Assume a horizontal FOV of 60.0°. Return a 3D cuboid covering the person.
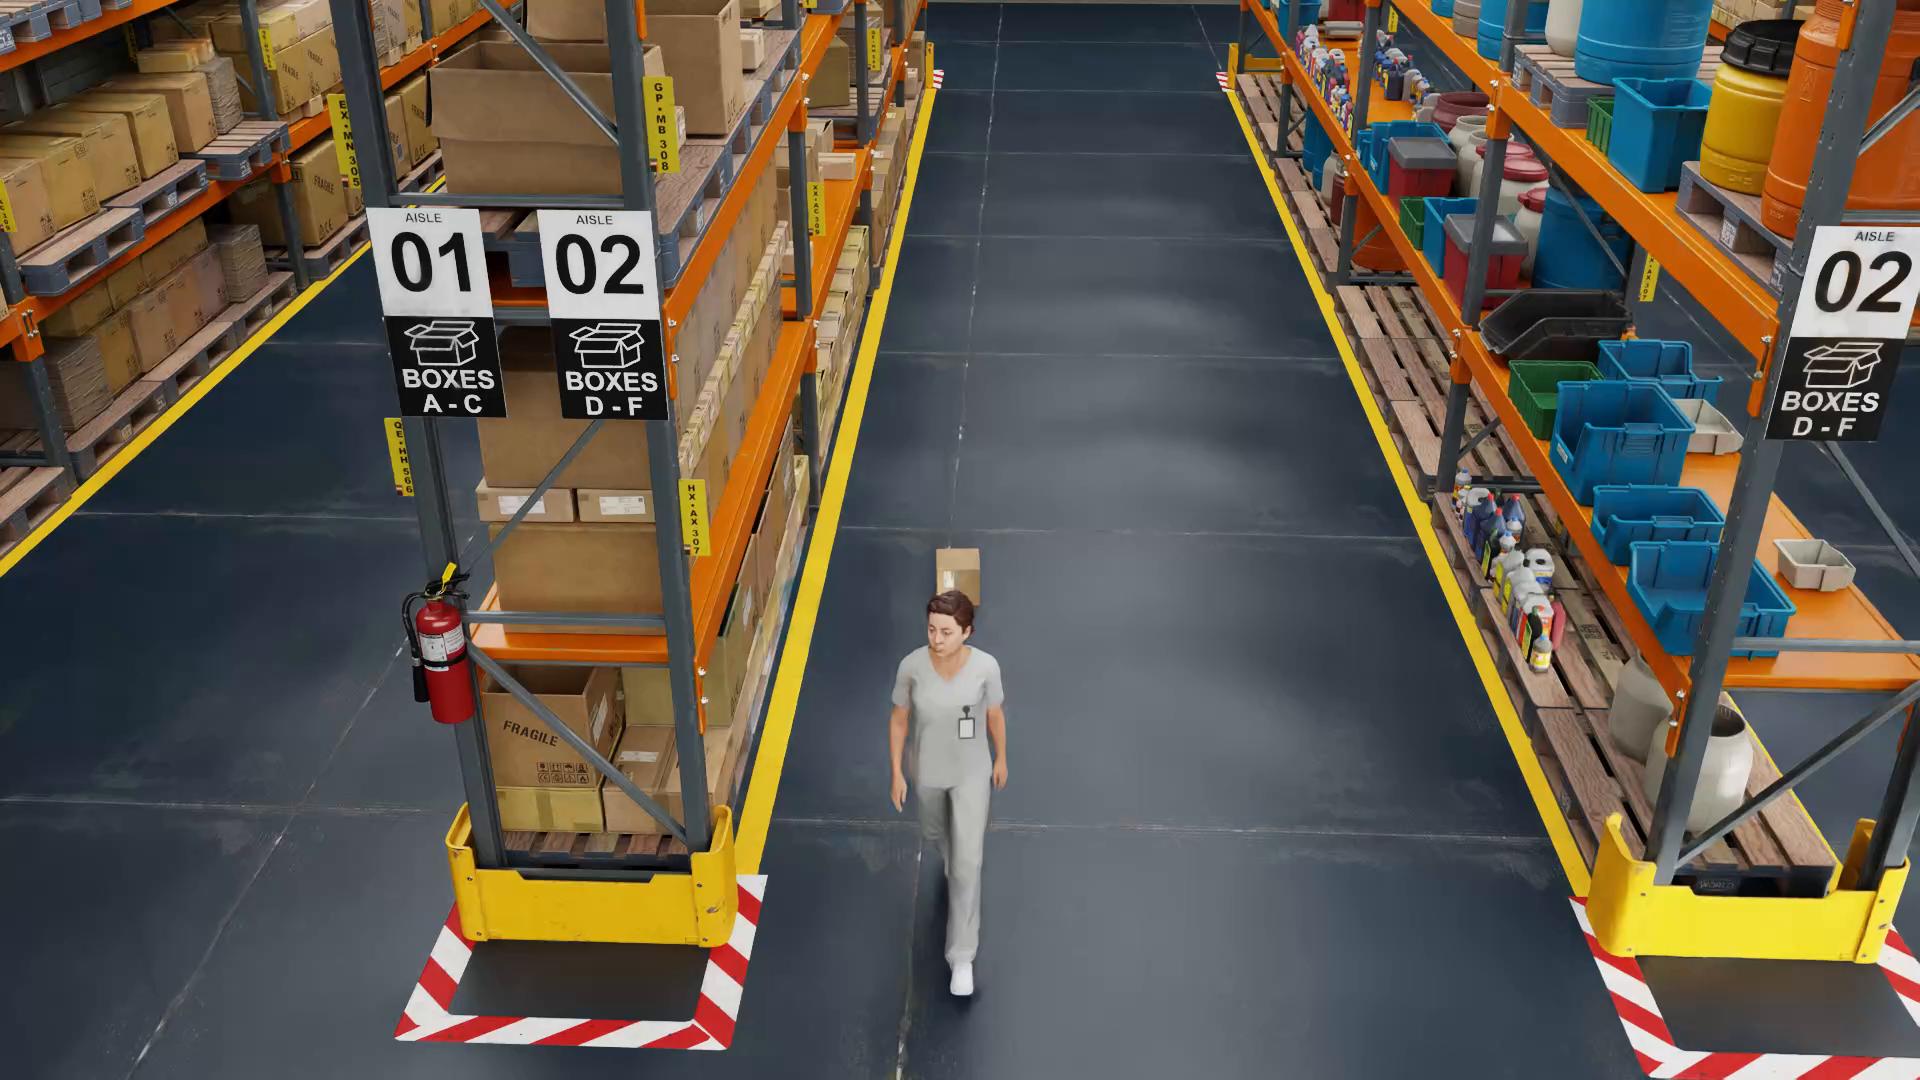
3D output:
[{"bbox_3d":[-0.051,0.951,6.848,0.476,1.625,0.990,3,28,6],"label":"person"}]
